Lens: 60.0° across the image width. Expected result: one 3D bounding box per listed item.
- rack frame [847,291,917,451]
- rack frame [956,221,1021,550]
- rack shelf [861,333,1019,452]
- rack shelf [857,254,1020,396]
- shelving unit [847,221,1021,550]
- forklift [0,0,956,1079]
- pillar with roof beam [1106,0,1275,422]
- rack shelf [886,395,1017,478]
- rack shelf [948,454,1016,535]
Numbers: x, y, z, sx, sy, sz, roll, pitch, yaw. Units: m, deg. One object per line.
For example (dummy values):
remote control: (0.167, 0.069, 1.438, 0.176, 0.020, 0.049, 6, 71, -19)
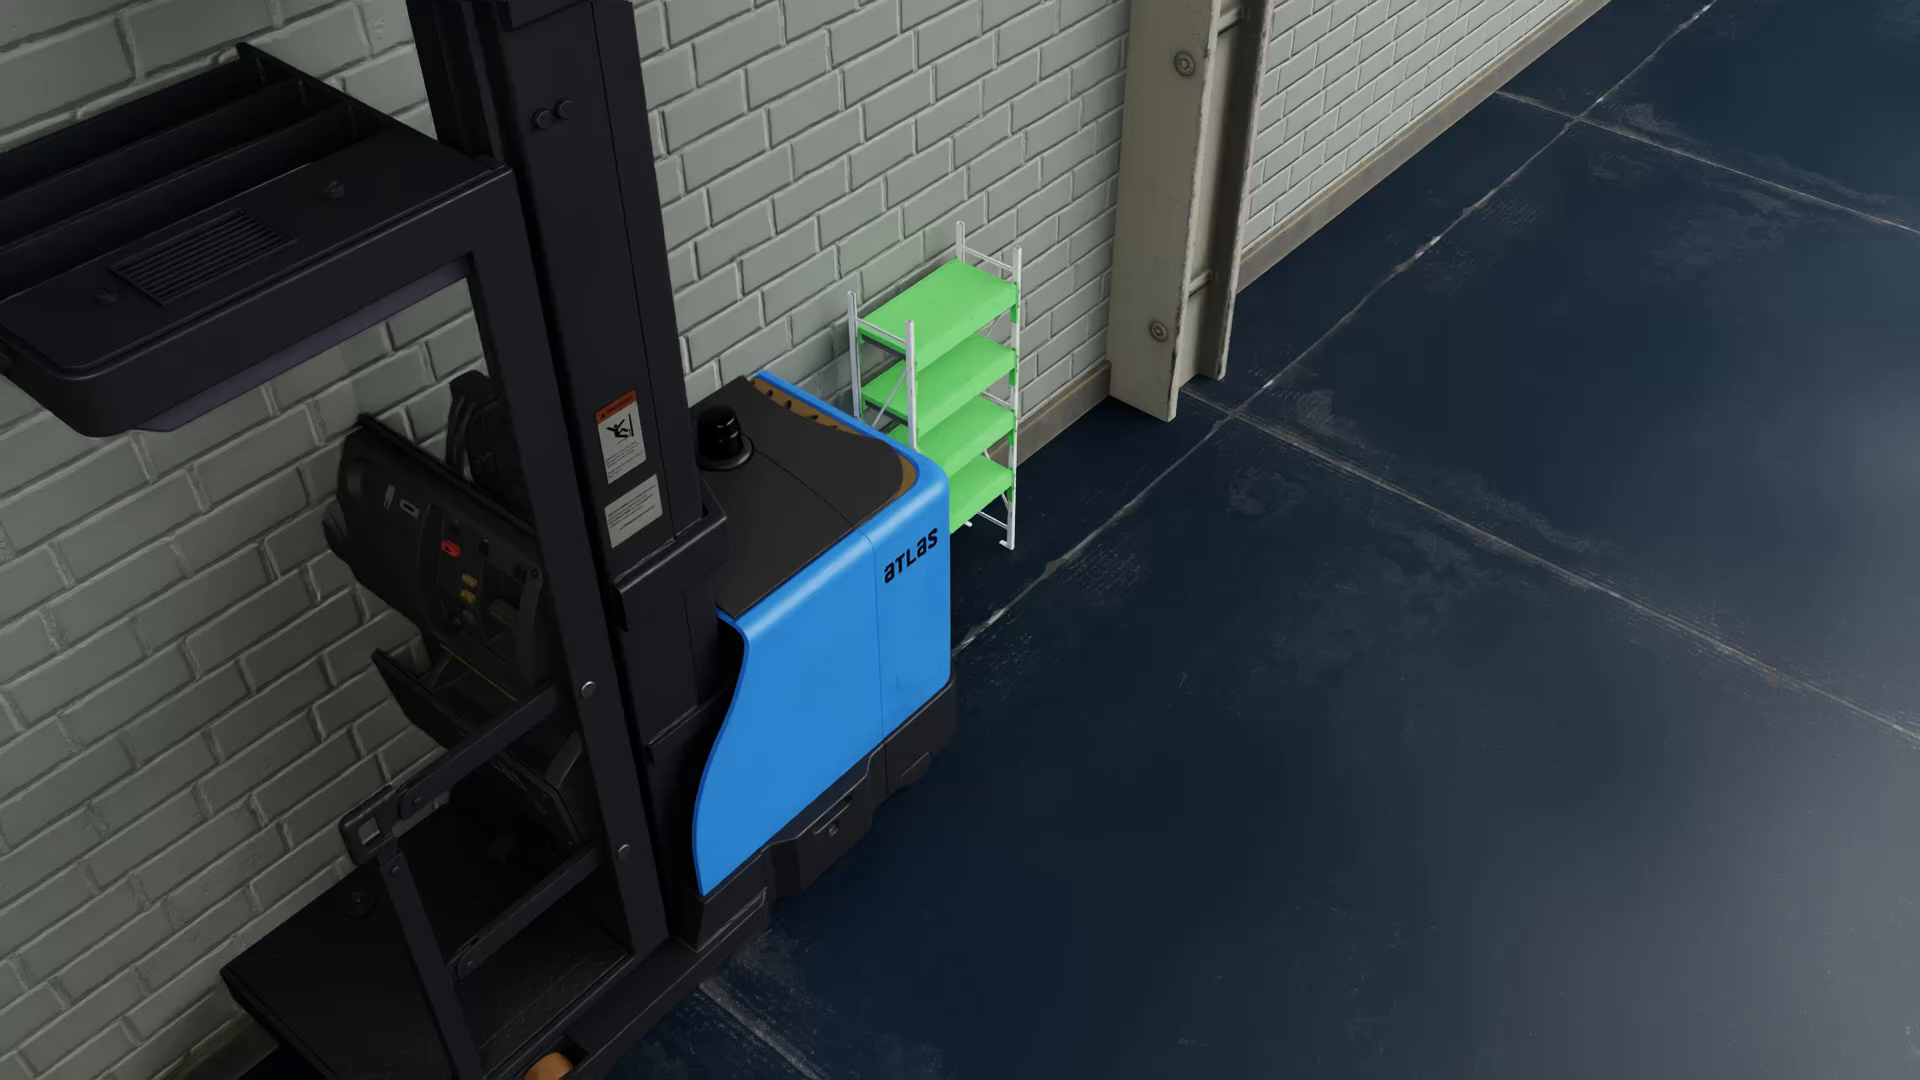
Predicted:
rack frame: (-0.224, -0.212, 5.090, 0.240, 1.200, 0.015, 29, 50, 28)
rack frame: (0.087, -0.465, 5.369, 0.240, 1.200, 0.015, 29, 50, 28)
rack shelf: (-0.069, -0.469, 5.111, 0.258, 0.148, 0.480, 29, 50, 28)
rack shelf: (-0.070, -0.647, 4.950, 0.258, 0.148, 0.480, 29, 50, 28)
shelving unit: (-0.068, -0.339, 5.229, 0.258, 1.200, 0.503, 29, 50, 28)
forklift: (-1.342, 0.077, 3.487, 1.130, 2.935, 3.031, 29, 50, 28)
pillar with roof beam: (4.083, -2.074, 1.342, 9.100, 9.000, 0.400, 29, 50, 28)
rack shelf: (-0.068, -0.291, 5.272, 0.258, 0.148, 0.480, 29, 50, 28)
rack shelf: (-0.067, -0.113, 5.433, 0.258, 0.148, 0.480, 29, 50, 28)
